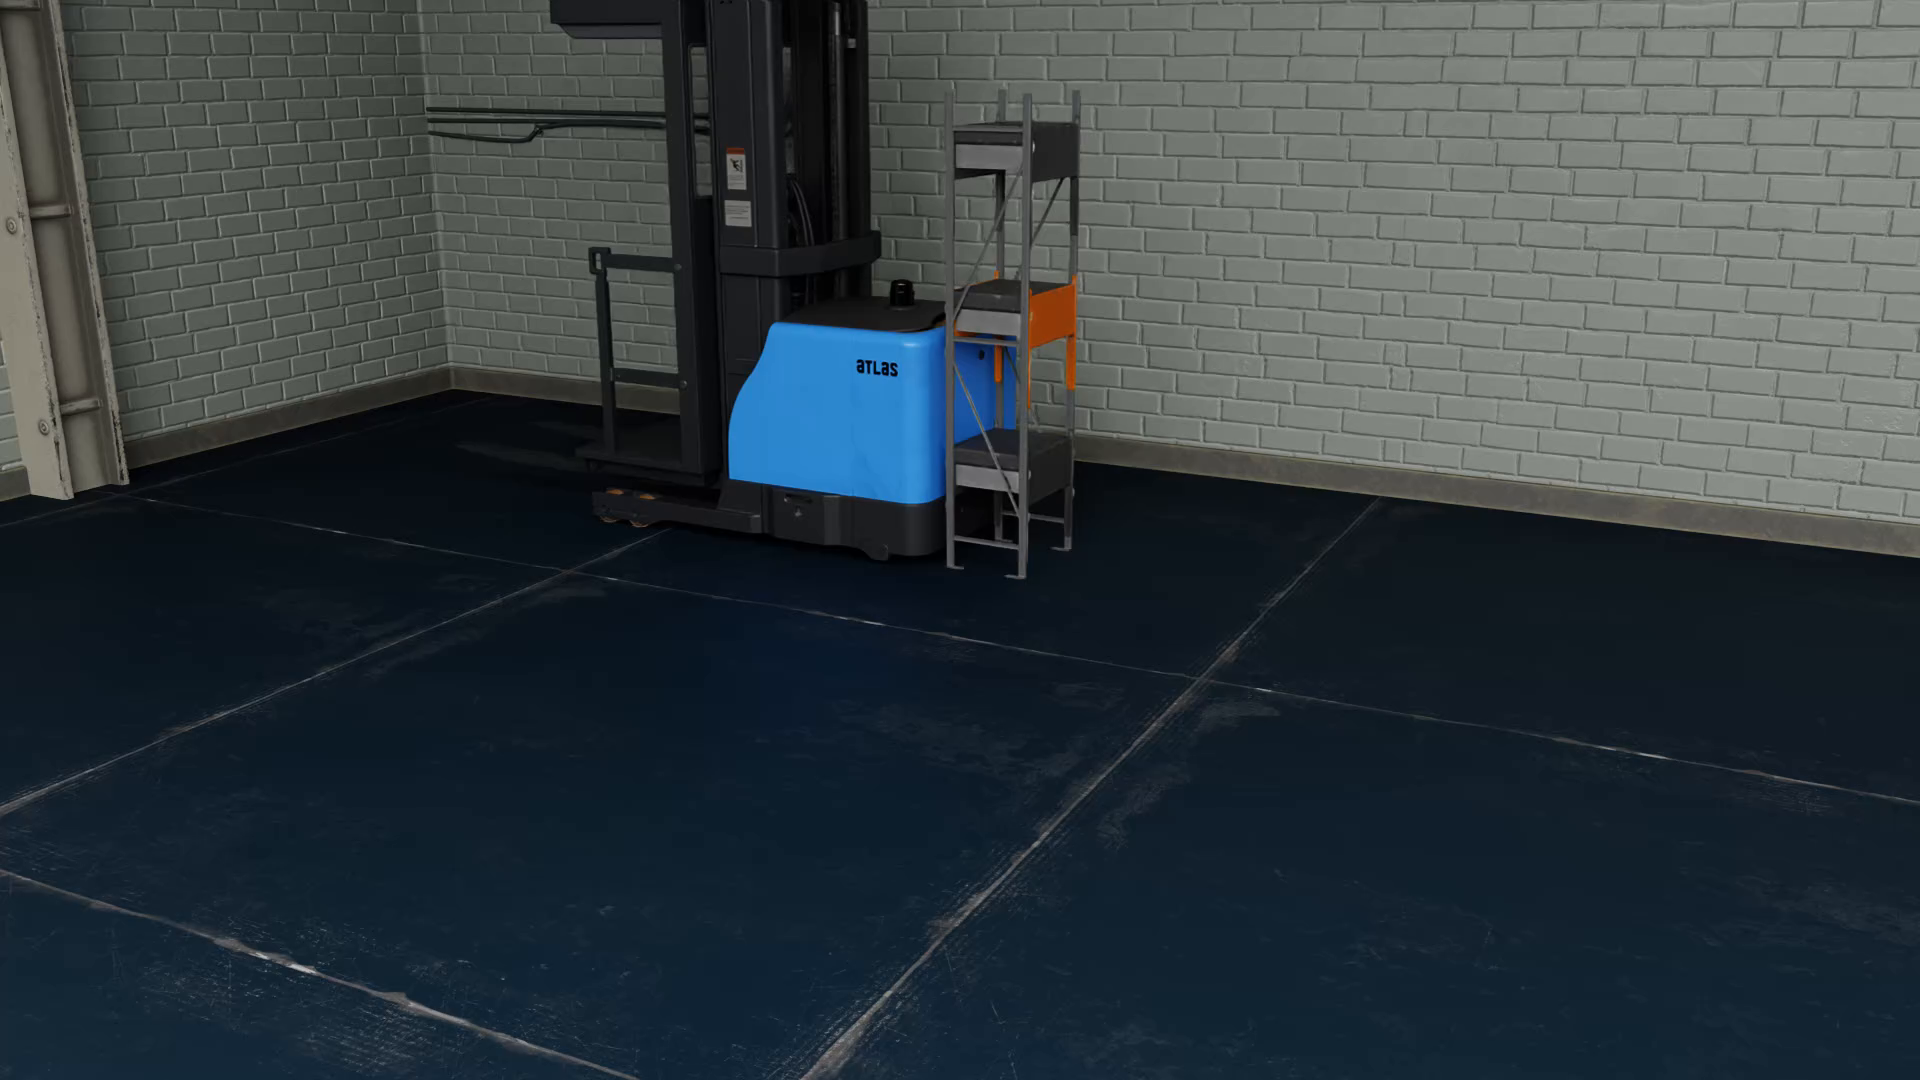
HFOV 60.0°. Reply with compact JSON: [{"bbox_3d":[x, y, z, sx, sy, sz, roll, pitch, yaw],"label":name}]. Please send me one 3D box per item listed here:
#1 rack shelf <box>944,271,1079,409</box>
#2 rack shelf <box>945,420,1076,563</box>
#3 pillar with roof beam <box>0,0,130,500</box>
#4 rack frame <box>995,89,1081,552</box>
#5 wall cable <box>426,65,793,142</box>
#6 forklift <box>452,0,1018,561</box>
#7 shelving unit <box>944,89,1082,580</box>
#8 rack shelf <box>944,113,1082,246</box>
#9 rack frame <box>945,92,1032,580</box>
[{"bbox_3d":[0.232,-0.904,7.427,0.431,0.518,0.480,9,19,27],"label":"rack shelf"},{"bbox_3d":[0.232,-0.233,7.626,0.431,0.518,0.480,9,19,27],"label":"rack shelf"},{"bbox_3d":[-0.896,-4.046,5.841,9.100,9.000,0.400,8,18,25],"label":"pillar with roof beam"},{"bbox_3d":[0.348,-0.978,7.629,0.400,2.100,0.015,9,19,27],"label":"rack frame"},{"bbox_3d":[-2.248,-3.687,10.087,3.097,2.526,0.112,8,18,25],"label":"wall cable"},{"bbox_3d":[-1.255,-1.586,8.218,3.031,2.935,1.130,9,19,27],"label":"forklift"},{"bbox_3d":[0.232,-0.917,7.423,0.431,2.100,0.503,9,19,27],"label":"shelving unit"},{"bbox_3d":[0.232,-1.575,7.228,0.431,0.518,0.480,9,19,27],"label":"rack shelf"},{"bbox_3d":[0.117,-0.856,7.217,0.400,2.100,0.015,9,19,27],"label":"rack frame"}]
